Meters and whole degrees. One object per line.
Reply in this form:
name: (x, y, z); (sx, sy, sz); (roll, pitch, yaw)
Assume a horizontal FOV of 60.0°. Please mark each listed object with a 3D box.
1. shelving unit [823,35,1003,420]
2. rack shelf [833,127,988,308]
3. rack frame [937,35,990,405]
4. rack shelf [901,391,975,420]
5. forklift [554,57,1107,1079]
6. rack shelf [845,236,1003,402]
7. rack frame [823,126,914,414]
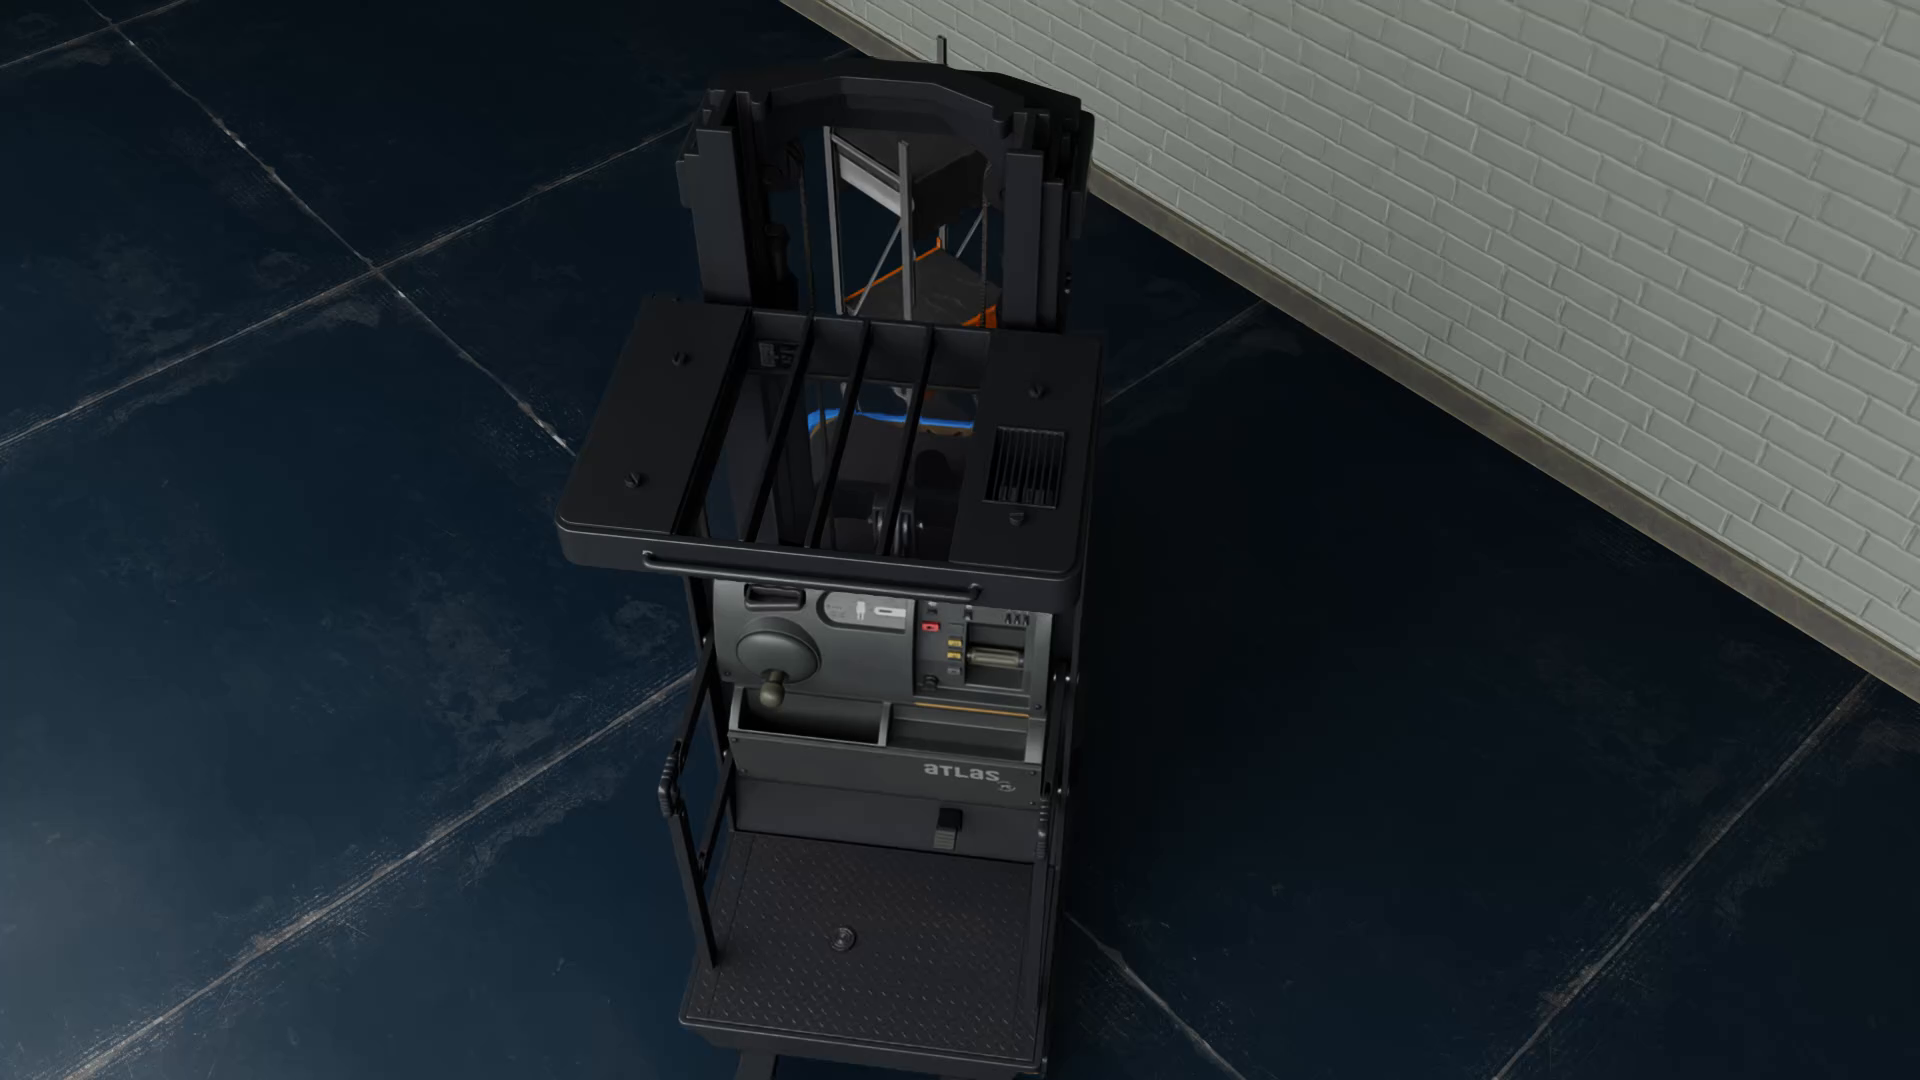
shelving unit: (-0.114, -0.700, 5.967); (0.503, 2.100, 0.431); (-34, 56, -27)
rack shelf: (-0.114, -1.165, 5.463); (0.480, 0.518, 0.431); (-34, 56, -27)
rack frame: (0.065, -0.822, 6.080); (0.015, 2.100, 0.400); (-34, 56, -27)
rack shelf: (-0.114, -0.216, 6.492); (0.480, 0.518, 0.431); (-34, 56, -27)
forklift: (-0.240, 0.389, 4.397); (1.130, 2.935, 3.031); (6, 48, 5)
rack shelf: (-0.114, -0.691, 5.977); (0.480, 0.518, 0.431); (-34, 56, -27)
rack frame: (-0.292, -0.578, 5.854); (0.015, 2.100, 0.400); (-34, 56, -27)
